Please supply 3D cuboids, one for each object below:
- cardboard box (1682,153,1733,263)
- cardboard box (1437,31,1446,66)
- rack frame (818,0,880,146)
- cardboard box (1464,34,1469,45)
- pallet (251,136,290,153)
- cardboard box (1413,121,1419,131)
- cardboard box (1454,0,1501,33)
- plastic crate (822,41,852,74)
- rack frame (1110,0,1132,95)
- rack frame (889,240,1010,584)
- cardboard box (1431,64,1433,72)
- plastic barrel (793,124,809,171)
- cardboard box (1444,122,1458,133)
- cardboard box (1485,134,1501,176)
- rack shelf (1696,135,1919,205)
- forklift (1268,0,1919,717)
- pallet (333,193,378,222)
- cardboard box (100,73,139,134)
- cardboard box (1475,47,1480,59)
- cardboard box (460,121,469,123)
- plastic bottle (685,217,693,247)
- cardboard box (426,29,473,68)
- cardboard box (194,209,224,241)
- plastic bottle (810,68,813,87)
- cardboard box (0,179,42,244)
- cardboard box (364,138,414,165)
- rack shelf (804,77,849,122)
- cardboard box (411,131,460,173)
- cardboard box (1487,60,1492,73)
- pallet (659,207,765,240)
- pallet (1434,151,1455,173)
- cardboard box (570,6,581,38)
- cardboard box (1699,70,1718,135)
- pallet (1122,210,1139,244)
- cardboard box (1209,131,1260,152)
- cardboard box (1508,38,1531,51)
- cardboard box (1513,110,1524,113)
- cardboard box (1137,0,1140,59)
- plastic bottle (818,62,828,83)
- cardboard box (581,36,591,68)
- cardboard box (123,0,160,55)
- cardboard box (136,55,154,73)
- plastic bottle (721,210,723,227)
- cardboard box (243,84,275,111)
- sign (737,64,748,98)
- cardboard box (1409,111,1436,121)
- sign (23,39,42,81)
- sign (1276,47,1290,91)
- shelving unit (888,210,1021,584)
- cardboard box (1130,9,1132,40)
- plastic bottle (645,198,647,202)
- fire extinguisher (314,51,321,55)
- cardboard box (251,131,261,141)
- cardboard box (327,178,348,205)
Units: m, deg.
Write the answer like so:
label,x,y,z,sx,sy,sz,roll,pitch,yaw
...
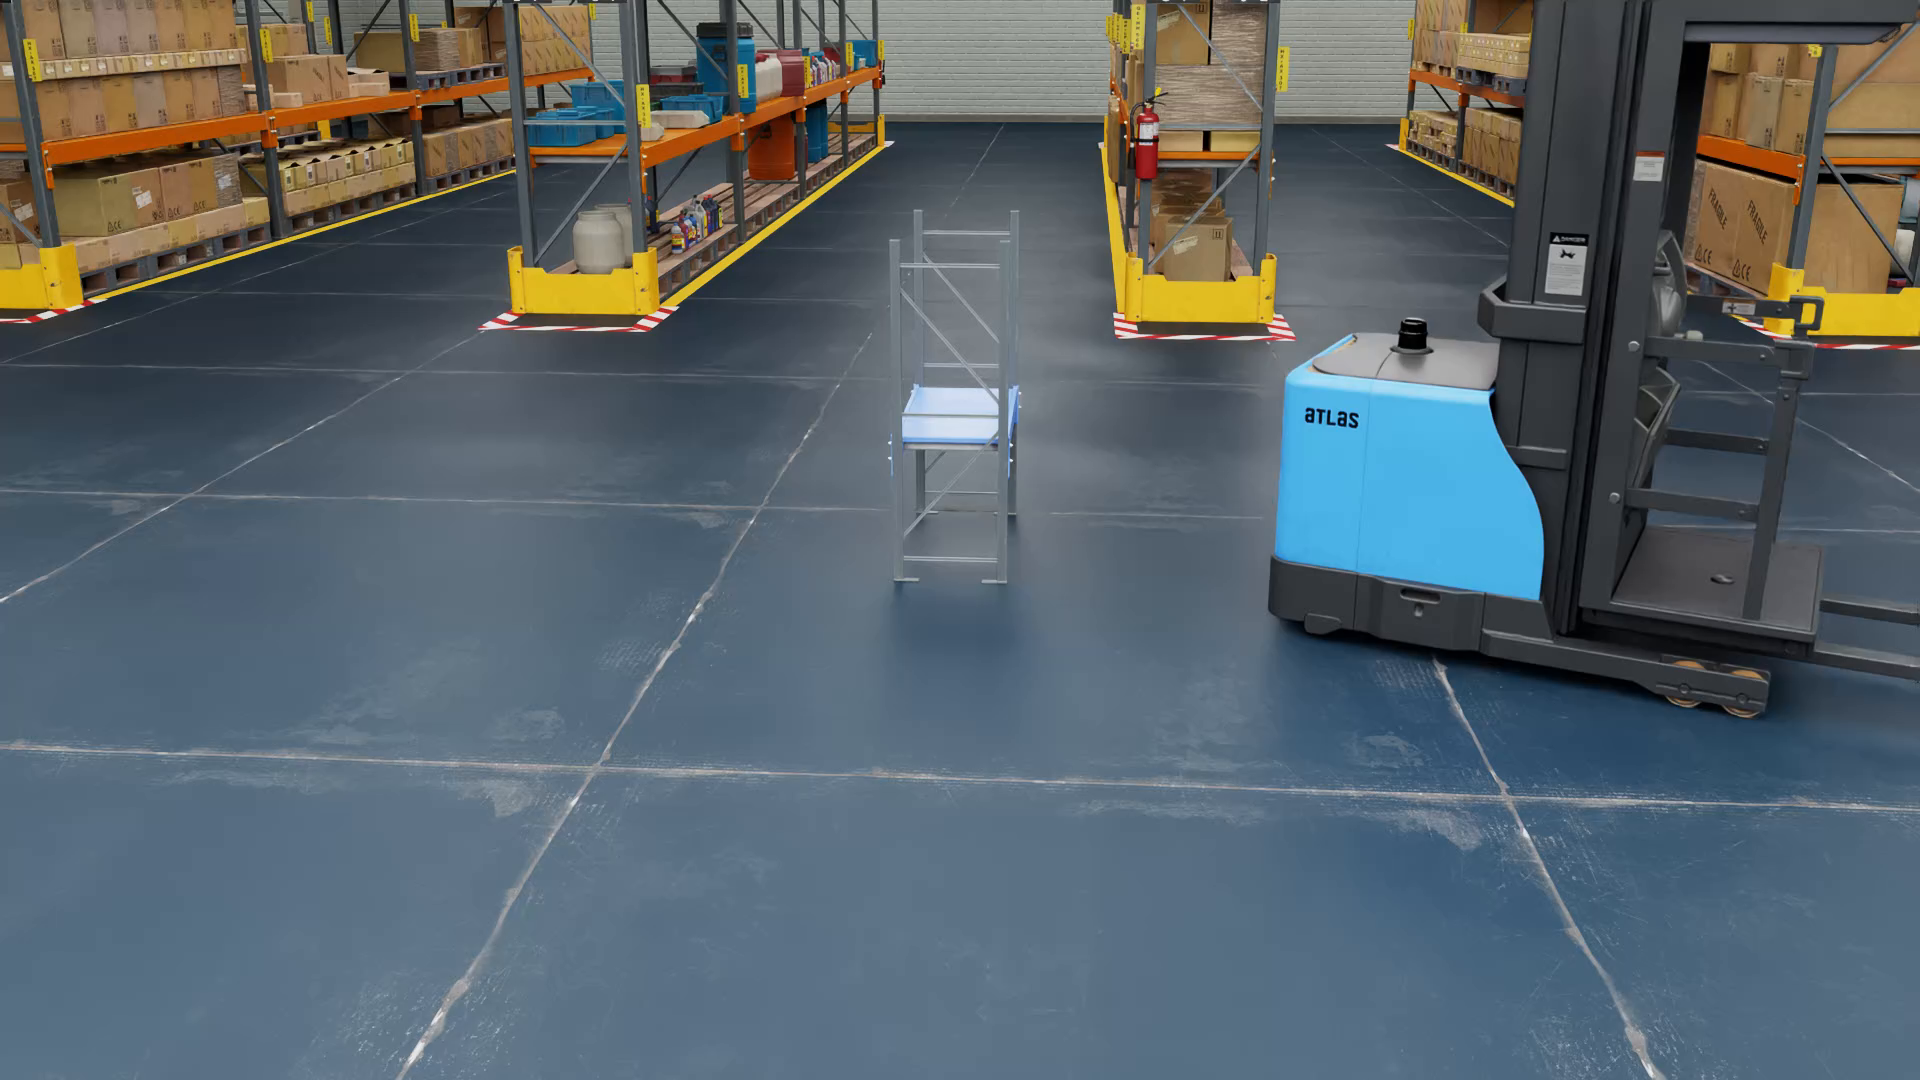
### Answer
label,x,y,z,sx,sy,sz,roll,pitch,yaw
cardboard box,6.956,-2.998,14.995,0.875,0.875,0.875,1,18,4
cardboard box,7.533,-7.428,25.137,0.500,0.500,0.500,1,18,4
rack frame,-1.888,-8.262,28.320,1.000,3.000,0.127,1,18,4
cardboard box,7.204,-6.931,23.032,0.380,0.149,0.250,2,18,5
pallet,-11.839,-6.530,27.513,1.003,0.211,1.213,1,18,4
cardboard box,7.622,-6.755,27.147,0.380,0.149,0.250,1,18,4
cardboard box,7.469,-7.583,24.004,0.500,0.500,0.500,1,18,2
plastic crate,-1.861,-7.350,25.339,0.402,0.464,0.583,1,18,4
rack frame,3.052,-8.151,27.983,1.000,3.000,0.127,1,18,4
rack frame,-0.043,-0.528,7.127,0.500,1.500,0.032,1,18,4
cardboard box,7.666,-7.467,26.298,0.380,0.149,0.250,1,18,3
plastic barrel,-2.363,-5.334,22.583,0.600,0.588,0.708,1,18,4
cardboard box,7.461,-6.169,24.880,0.380,0.149,0.250,1,18,3
cardboard box,7.268,-5.072,21.926,0.500,0.500,0.500,0,18,1
rack shelf,6.988,-3.319,14.391,1.077,0.370,4.000,1,18,4
forklift,2.807,-0.944,6.097,3.031,2.935,1.130,9,20,26
pallet,-7.590,-3.931,19.582,1.003,0.211,1.213,1,18,4
cardboard box,-7.855,-3.914,14.890,0.700,0.500,0.500,1,18,4
cardboard box,7.148,-6.551,22.350,0.380,0.149,0.250,2,18,6
cardboard box,-7.420,-5.842,24.242,0.500,0.500,0.500,2,18,5
plastic bottle,-2.563,-2.899,15.628,0.097,0.271,0.097,0,18,0
cardboard box,-7.180,-6.828,23.110,0.700,0.500,0.500,-3,18,-10
cardboard box,-7.571,-3.080,16.247,0.500,0.250,0.500,1,18,4
plastic bottle,-2.006,-6.166,22.130,0.097,0.271,0.097,0,18,0
cardboard box,-8.234,-2.827,14.270,0.500,0.500,0.500,1,18,4
cardboard box,-7.194,-4.880,20.841,0.500,0.311,0.500,2,18,5
rack shelf,-2.318,-6.057,22.745,1.077,0.370,4.000,1,18,4
cardboard box,-7.052,-5.208,22.308,0.500,0.500,0.500,1,18,2
cardboard box,7.093,-6.167,21.654,0.380,0.149,0.250,2,18,6
pallet,-2.731,-3.455,18.127,1.003,0.211,1.213,1,18,4
pallet,7.718,-5.651,24.831,1.003,0.211,1.213,1,18,4
cardboard box,-6.622,-8.595,27.571,0.500,0.500,0.500,2,18,5
cardboard box,6.944,-3.902,14.775,0.875,0.550,0.550,1,18,4
pallet,2.246,-3.341,17.781,1.003,0.211,1.213,1,18,4
cardboard box,2.163,-3.146,13.110,0.380,0.149,0.250,1,18,4
cardboard box,7.017,-6.128,20.581,0.380,0.149,0.250,1,18,3
cardboard box,7.854,-5.739,22.755,0.500,0.250,0.500,2,18,7
cardboard box,1.766,-4.333,14.086,0.500,0.500,0.500,1,18,4
plastic bottle,-1.943,-6.561,23.328,0.152,0.276,0.135,1,18,4
cardboard box,-6.589,-8.276,28.203,0.500,0.500,0.500,2,18,6
cardboard box,-7.822,-4.705,15.222,0.700,0.500,0.500,1,18,4
cardboard box,-7.622,-4.355,15.193,0.380,0.149,0.250,1,18,4
plastic bottle,-2.464,-3.295,16.948,0.097,0.201,0.097,0,18,0
cardboard box,-7.697,-4.729,17.780,0.500,0.250,0.500,2,18,7
sign,-2.200,-4.651,16.855,0.100,0.325,0.005,1,18,4
cardboard box,7.616,-6.982,27.362,0.380,0.149,0.250,0,18,1
sign,-7.422,-3.839,13.305,0.100,0.325,0.005,1,18,4
sign,2.446,-3.582,12.646,0.100,0.325,0.005,1,18,4
shelving unit,-0.006,-0.686,7.609,0.538,1.500,1.048,1,18,4
cardboard box,2.638,-6.829,22.174,0.797,0.503,0.637,2,18,6
plastic bottle,-3.209,-3.358,17.030,0.097,0.271,0.097,0,18,0
fire extinguisher,-11.299,-8.306,29.177,0.296,0.674,0.183,1,18,4
cardboard box,-11.822,-6.798,27.192,0.700,0.500,0.500,2,18,5
cardboard box,-7.340,-3.979,18.991,0.500,0.250,0.500,1,18,2
